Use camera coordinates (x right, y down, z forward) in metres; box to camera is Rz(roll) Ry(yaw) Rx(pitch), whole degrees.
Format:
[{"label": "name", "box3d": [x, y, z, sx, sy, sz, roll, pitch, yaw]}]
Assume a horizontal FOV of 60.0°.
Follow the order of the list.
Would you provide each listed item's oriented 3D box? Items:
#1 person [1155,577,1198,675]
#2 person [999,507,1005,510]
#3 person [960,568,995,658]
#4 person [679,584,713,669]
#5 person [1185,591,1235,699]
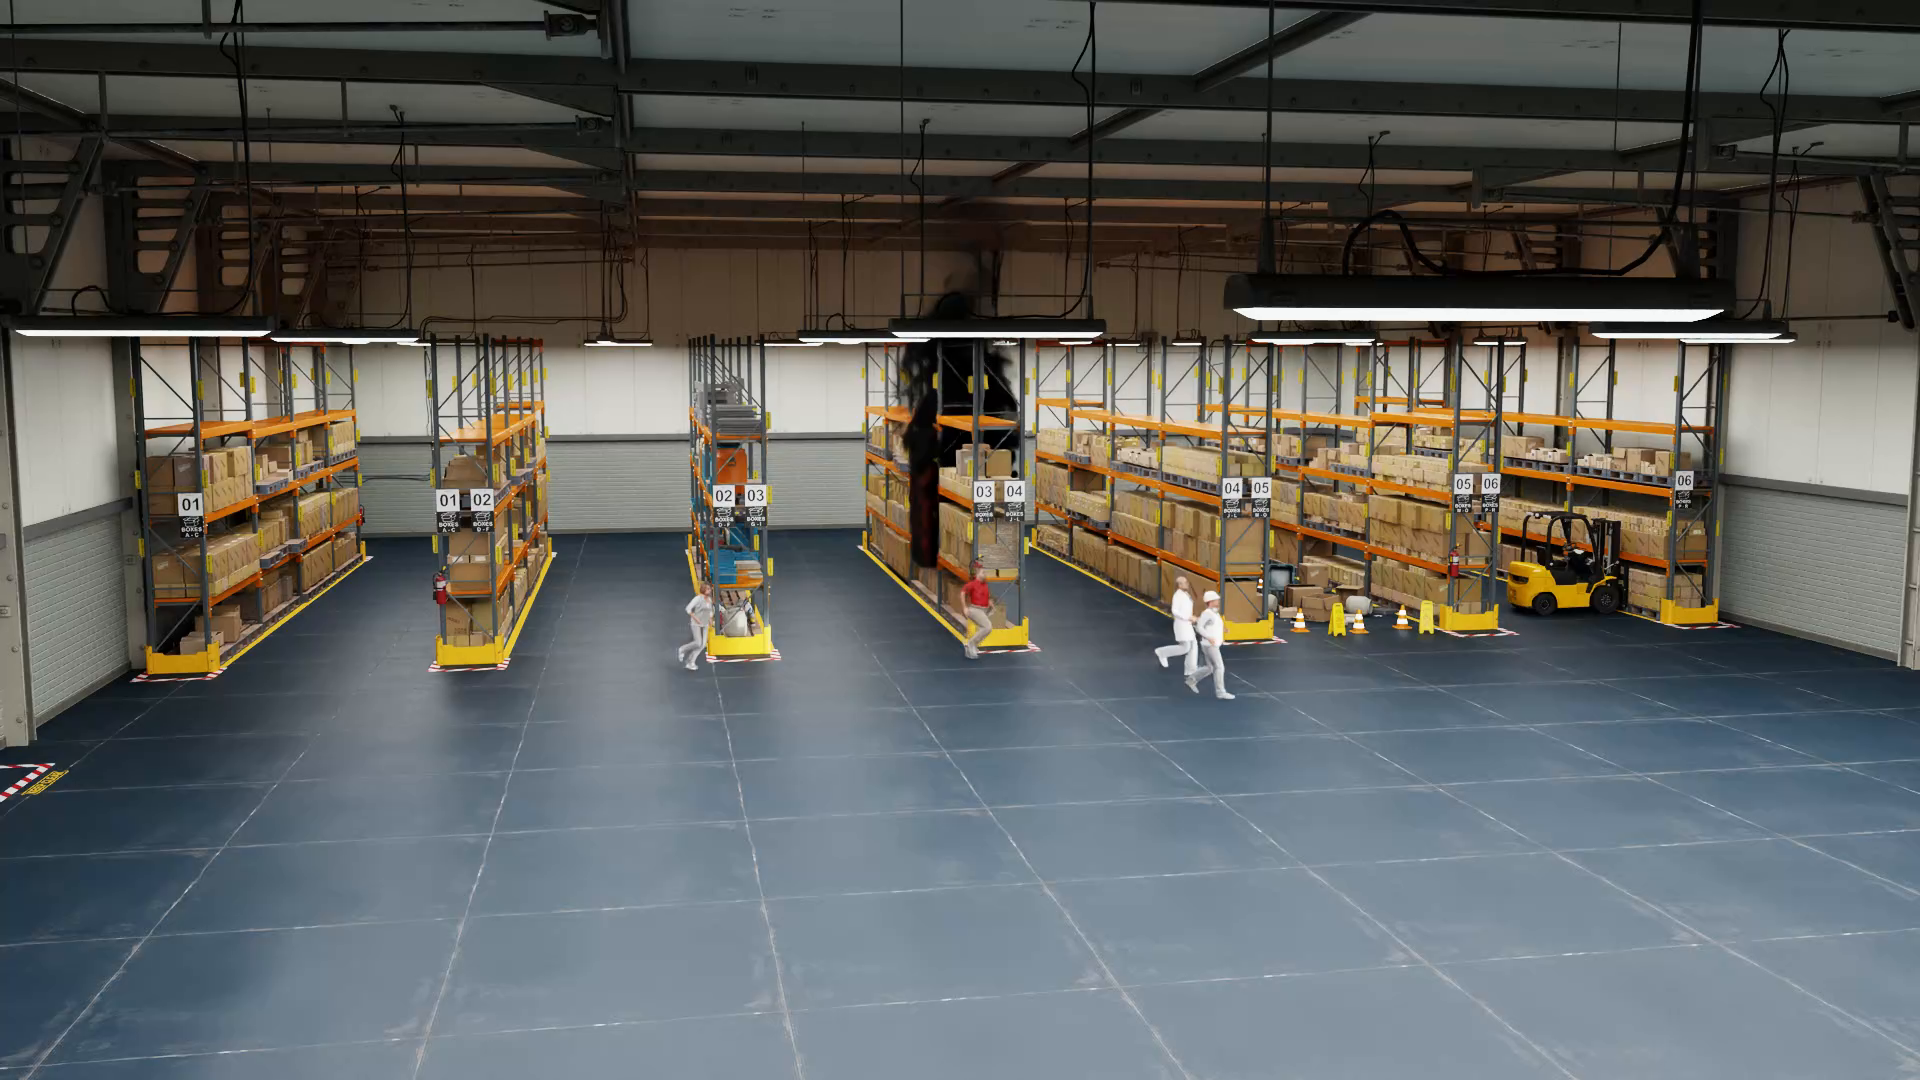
[{"label": "person", "box3d": [3.896, 1.513, 29.246, 0.888, 1.750, 0.710, 2, 7, 19]}, {"label": "person", "box3d": [1.267, -0.458, 46.206, 0.745, 1.787, 1.084, -1, 7, -9]}, {"label": "person", "box3d": [0.393, 1.354, 30.930, 0.606, 1.655, 0.681, 4, 7, 29]}, {"label": "person", "box3d": [-4.726, 1.540, 30.053, 0.559, 1.507, 0.597, 5, 8, 39]}, {"label": "person", "box3d": [4.113, 1.709, 27.288, 0.844, 1.761, 0.671, 2, 7, 15]}]
